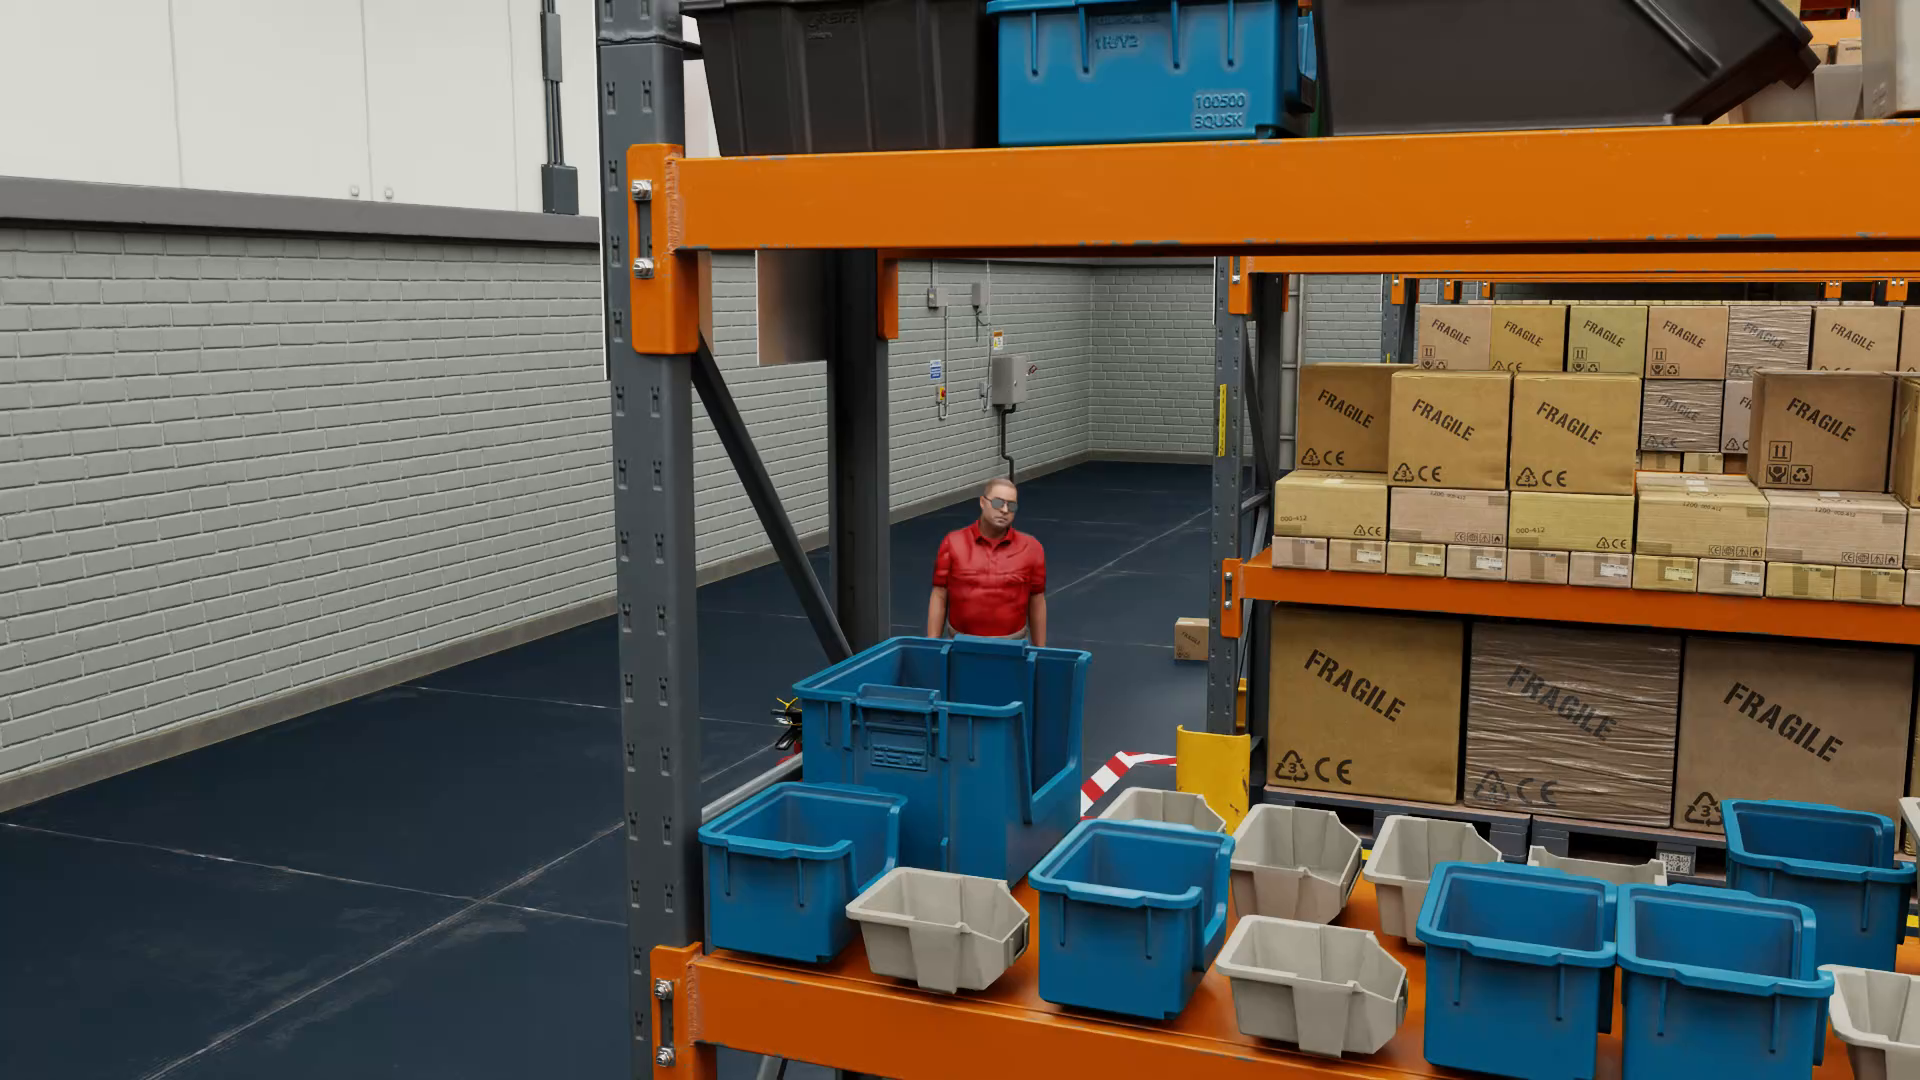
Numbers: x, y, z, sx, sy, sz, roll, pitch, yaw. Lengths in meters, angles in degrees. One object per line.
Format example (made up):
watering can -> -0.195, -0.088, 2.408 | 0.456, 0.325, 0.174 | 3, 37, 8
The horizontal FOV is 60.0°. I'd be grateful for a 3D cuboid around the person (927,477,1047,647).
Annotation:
person -> 0.122, 0.543, 7.840 | 0.565, 1.682, 1.006 | 1, 9, 5
